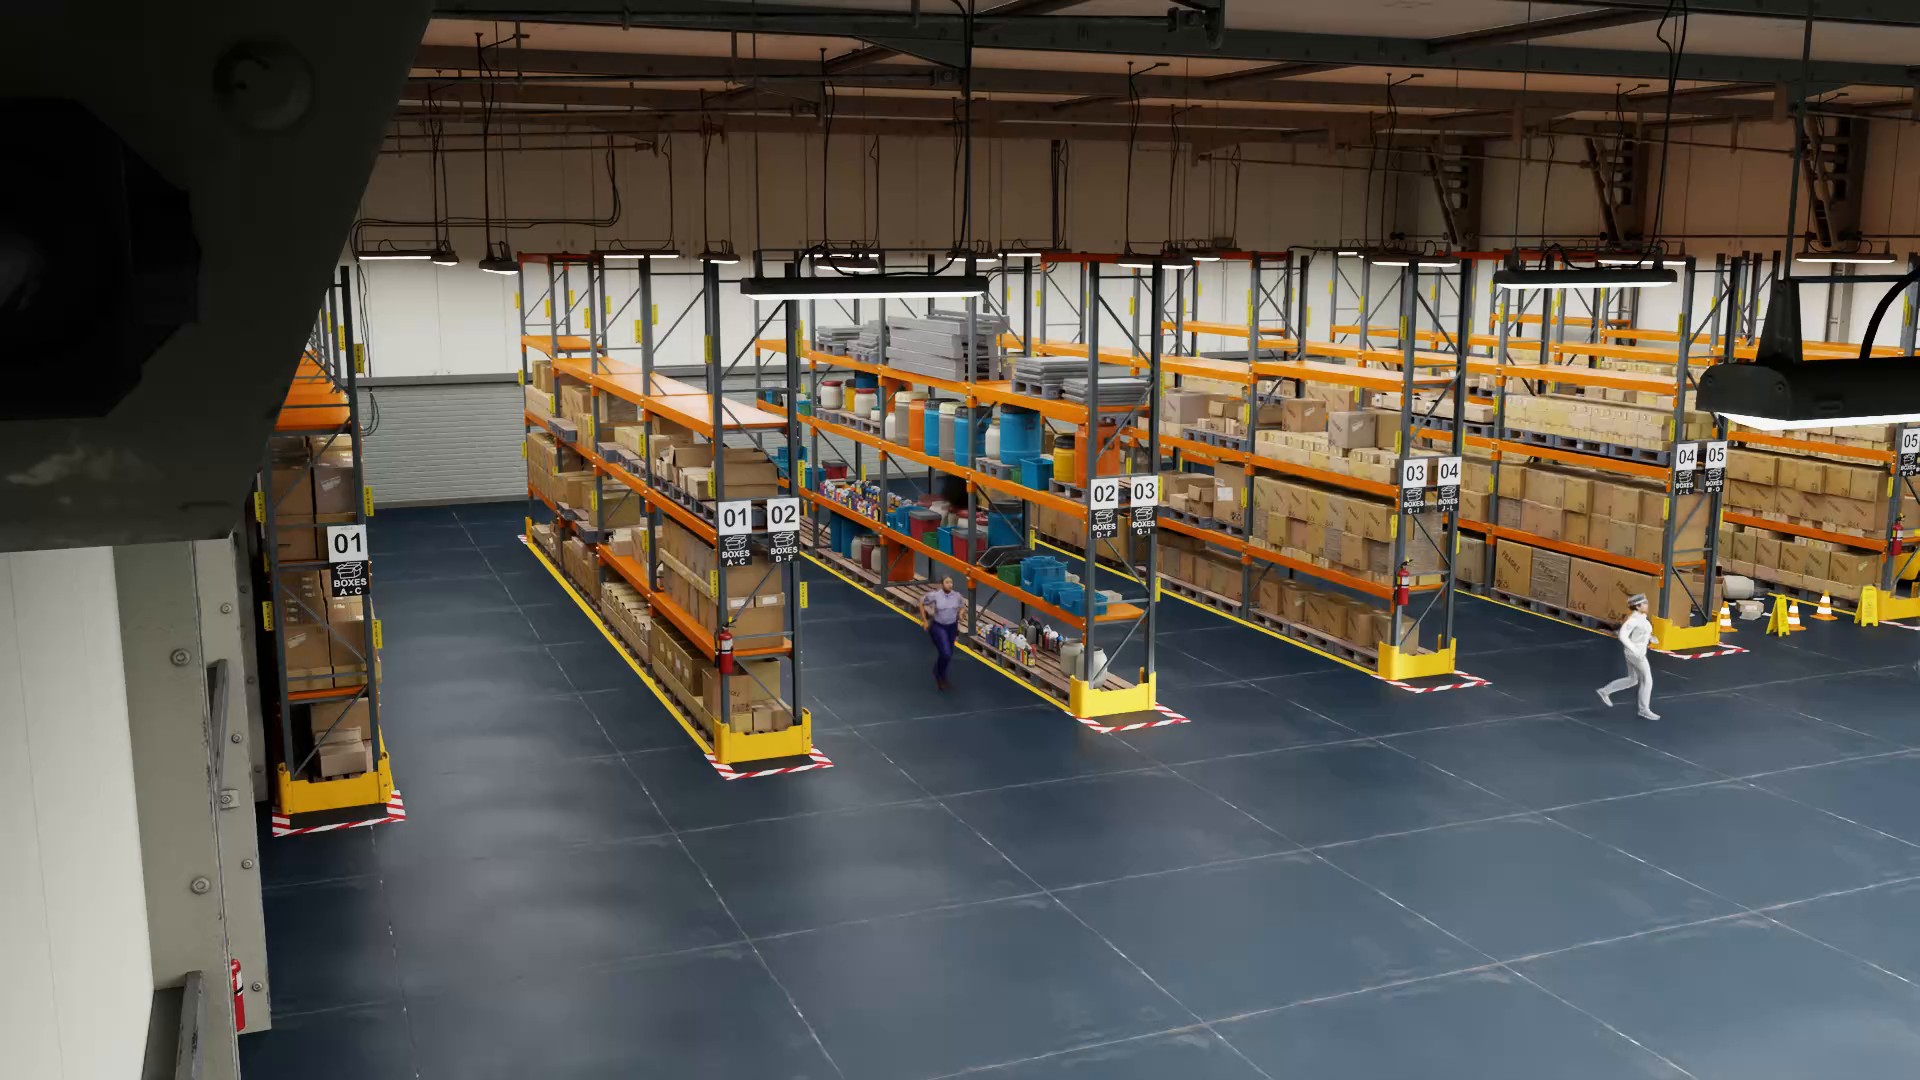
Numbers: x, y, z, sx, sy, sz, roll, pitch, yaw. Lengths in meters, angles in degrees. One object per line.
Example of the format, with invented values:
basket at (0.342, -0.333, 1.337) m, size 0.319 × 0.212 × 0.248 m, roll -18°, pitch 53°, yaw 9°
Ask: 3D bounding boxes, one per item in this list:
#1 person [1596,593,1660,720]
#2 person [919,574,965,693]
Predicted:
person at (8.936, 1.520, 22.094) m, size 0.797 × 1.704 × 0.608 m, roll 4°, pitch 11°, yaw 23°
person at (-0.216, 1.304, 23.407) m, size 0.565 × 1.688 × 0.796 m, roll -6°, pitch 12°, yaw -31°
